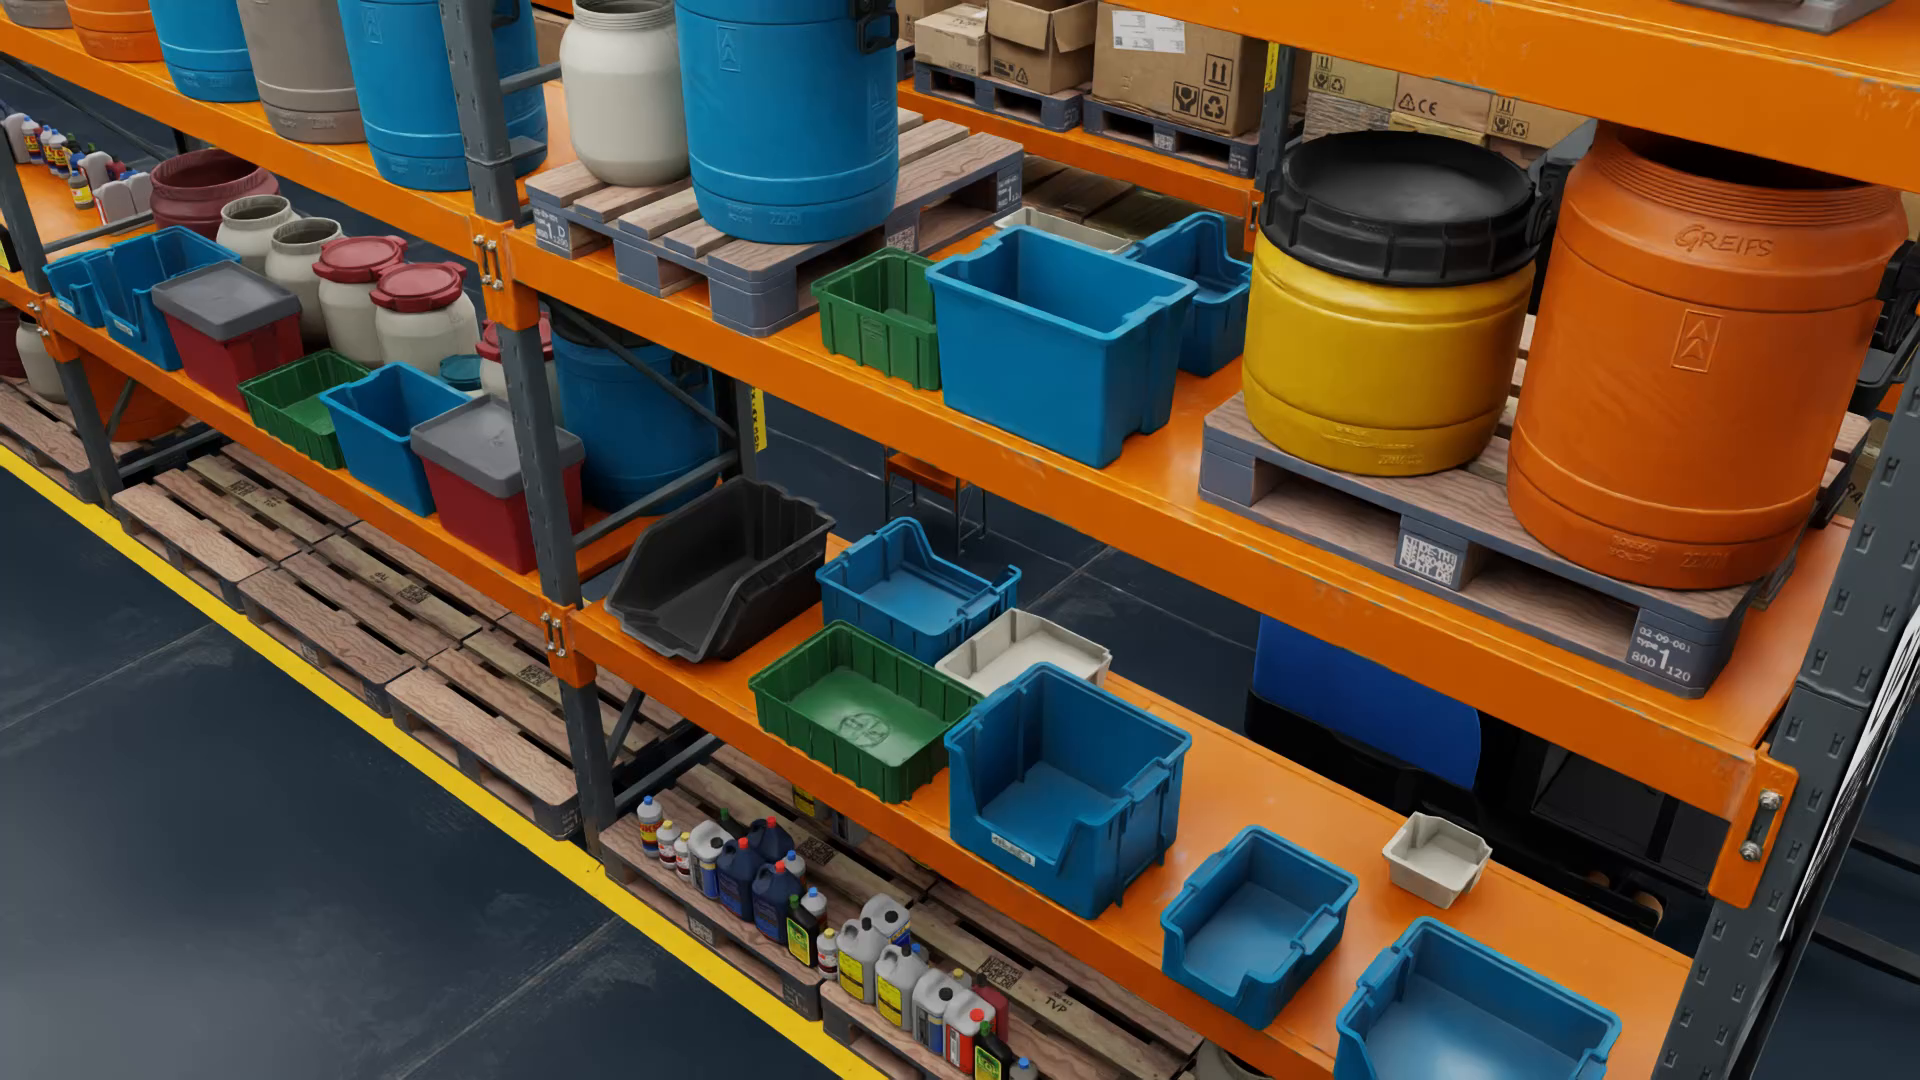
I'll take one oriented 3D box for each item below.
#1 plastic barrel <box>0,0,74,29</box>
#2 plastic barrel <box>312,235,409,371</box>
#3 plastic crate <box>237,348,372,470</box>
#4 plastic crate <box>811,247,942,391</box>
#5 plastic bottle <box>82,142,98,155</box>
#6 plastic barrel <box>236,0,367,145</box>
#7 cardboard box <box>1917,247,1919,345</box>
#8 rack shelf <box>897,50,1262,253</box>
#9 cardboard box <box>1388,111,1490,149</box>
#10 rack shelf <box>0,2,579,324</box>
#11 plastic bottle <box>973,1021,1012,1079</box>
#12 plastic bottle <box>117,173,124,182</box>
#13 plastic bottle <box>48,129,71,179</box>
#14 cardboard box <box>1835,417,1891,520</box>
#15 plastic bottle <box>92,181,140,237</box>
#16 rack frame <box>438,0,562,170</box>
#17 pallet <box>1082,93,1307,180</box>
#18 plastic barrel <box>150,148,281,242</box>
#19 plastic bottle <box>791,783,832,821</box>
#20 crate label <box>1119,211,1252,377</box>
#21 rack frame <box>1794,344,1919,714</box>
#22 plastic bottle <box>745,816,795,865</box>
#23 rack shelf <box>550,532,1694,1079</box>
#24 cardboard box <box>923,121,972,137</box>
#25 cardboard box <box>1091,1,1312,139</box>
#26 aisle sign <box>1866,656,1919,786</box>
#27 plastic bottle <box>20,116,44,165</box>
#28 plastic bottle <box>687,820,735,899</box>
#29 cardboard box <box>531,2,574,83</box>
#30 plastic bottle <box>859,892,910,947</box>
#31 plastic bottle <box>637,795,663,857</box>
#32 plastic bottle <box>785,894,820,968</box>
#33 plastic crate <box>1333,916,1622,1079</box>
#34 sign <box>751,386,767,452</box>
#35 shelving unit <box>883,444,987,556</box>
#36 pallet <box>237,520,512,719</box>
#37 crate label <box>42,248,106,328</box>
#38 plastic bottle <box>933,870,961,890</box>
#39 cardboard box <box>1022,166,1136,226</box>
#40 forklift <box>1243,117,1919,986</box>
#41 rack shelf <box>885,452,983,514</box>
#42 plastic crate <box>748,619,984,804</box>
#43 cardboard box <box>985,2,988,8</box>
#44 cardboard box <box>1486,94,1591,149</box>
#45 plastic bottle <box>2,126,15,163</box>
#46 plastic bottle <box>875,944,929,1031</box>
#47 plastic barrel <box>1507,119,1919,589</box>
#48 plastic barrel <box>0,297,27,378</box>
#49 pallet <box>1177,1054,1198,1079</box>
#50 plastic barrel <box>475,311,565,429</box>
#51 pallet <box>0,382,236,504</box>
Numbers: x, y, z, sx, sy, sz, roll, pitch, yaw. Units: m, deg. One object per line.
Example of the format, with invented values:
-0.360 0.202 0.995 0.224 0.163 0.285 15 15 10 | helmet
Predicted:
-3.753 -2.640 6.852 0.600 0.901 0.600 0 34 0 | plastic barrel
-2.662 -1.060 7.524 0.433 0.535 0.433 0 34 0 | plastic barrel
-2.690 -0.560 7.103 0.662 0.188 0.450 25 42 32 | plastic crate
-0.133 -0.599 4.510 0.450 0.188 0.336 25 42 32 | plastic crate
-4.800 -2.074 9.223 0.133 0.283 0.061 25 42 32 | plastic bottle
-2.203 -1.909 5.788 0.600 0.901 0.600 0 34 0 | plastic barrel
4.667 -1.221 7.527 0.500 0.500 0.875 25 42 32 | cardboard box
0.461 -2.722 10.700 4.000 0.370 1.077 25 42 32 | rack shelf
2.666 -2.072 8.766 0.500 0.500 0.875 25 42 32 | cardboard box
-2.708 -1.804 6.713 4.000 0.370 1.077 25 42 32 | rack shelf
0.110 1.739 5.579 0.133 0.283 0.061 26 42 33 | plastic bottle
-4.517 -1.893 9.032 0.097 0.201 0.097 0 34 0 | plastic bottle
-5.078 -2.186 9.397 0.097 0.271 0.097 0 34 0 | plastic bottle
4.603 -0.222 8.260 0.500 0.500 0.500 -25 42 -32 | cardboard box
-4.468 -1.768 8.785 0.135 0.276 0.152 25 42 32 | plastic bottle
-1.171 -2.613 4.605 0.127 3.000 1.000 25 42 32 | rack frame
1.504 -2.555 9.991 1.213 0.211 1.003 25 42 32 | pallet
-3.695 -1.608 8.322 0.708 0.536 0.600 25 42 32 | plastic barrel
-0.584 0.942 6.681 0.185 0.351 0.144 25 42 32 | plastic bottle
0.676 -0.688 4.583 0.408 0.251 0.502 25 42 32 | crate label
1.903 -1.164 2.496 0.127 3.000 1.000 25 42 32 | rack frame
-0.724 1.181 6.332 0.185 0.351 0.144 25 42 32 | plastic bottle
0.366 0.881 5.452 4.000 0.370 1.077 25 42 32 | rack shelf
-0.128 -2.786 11.314 0.500 0.250 0.500 -28 44 -35 | cardboard box
1.477 -3.064 9.660 1.000 1.000 1.000 26 42 32 | cardboard box
2.146 0.136 3.606 0.004 0.787 0.394 25 42 32 | aisle sign
-5.330 -2.305 9.570 0.097 0.271 0.097 0 34 0 | plastic bottle
-0.941 1.213 6.351 0.135 0.276 0.152 27 43 33 | plastic bottle
-2.958 -3.943 13.348 0.875 0.875 1.225 24 41 30 | cardboard box
-0.269 1.424 6.045 0.135 0.276 0.152 25 42 32 | plastic bottle
-1.207 1.110 6.506 0.097 0.271 0.097 0 34 0 | plastic bottle
-0.571 1.418 6.046 0.133 0.283 0.061 27 43 34 | plastic bottle
1.327 1.319 4.310 0.616 0.251 0.499 25 42 32 | plastic crate
-0.811 -0.489 6.568 0.005 0.325 0.100 25 42 32 | sign
-0.127 -0.555 8.498 0.503 1.200 0.258 25 42 32 | shelving unit
-2.741 0.301 8.126 1.213 0.211 1.003 25 42 32 | pallet
-4.161 -1.204 8.001 0.416 0.233 0.303 25 42 32 | crate label
-0.041 1.200 6.363 0.133 0.283 0.061 25 42 32 | plastic bottle
0.755 -2.061 10.920 0.500 0.500 0.700 21 40 28 | cardboard box
2.738 -0.010 6.175 3.031 2.935 1.130 24 41 30 | forklift
-0.127 -0.335 8.648 0.480 0.148 0.258 25 42 32 | rack shelf
-0.308 0.562 5.469 0.662 0.188 0.450 25 42 32 | plastic crate
0.378 -3.374 10.762 0.258 0.266 0.396 24 41 31 | cardboard box
2.950 -2.235 8.121 0.500 0.500 0.500 25 42 32 | cardboard box
-5.551 -2.312 9.511 0.185 0.351 0.144 25 42 32 | plastic bottle
-0.202 1.534 5.818 0.185 0.351 0.144 27 43 34 | plastic bottle
1.448 -0.398 3.280 0.708 0.830 0.600 25 42 32 | plastic barrel
-5.500 -1.346 9.820 0.708 0.588 0.600 25 42 32 | plastic barrel
1.194 2.155 5.425 1.213 0.211 1.003 25 42 32 | pallet
-1.766 -0.638 6.909 0.433 0.535 0.433 0 34 0 | plastic barrel
-4.878 -0.706 9.592 1.213 0.211 1.003 25 42 32 | pallet
